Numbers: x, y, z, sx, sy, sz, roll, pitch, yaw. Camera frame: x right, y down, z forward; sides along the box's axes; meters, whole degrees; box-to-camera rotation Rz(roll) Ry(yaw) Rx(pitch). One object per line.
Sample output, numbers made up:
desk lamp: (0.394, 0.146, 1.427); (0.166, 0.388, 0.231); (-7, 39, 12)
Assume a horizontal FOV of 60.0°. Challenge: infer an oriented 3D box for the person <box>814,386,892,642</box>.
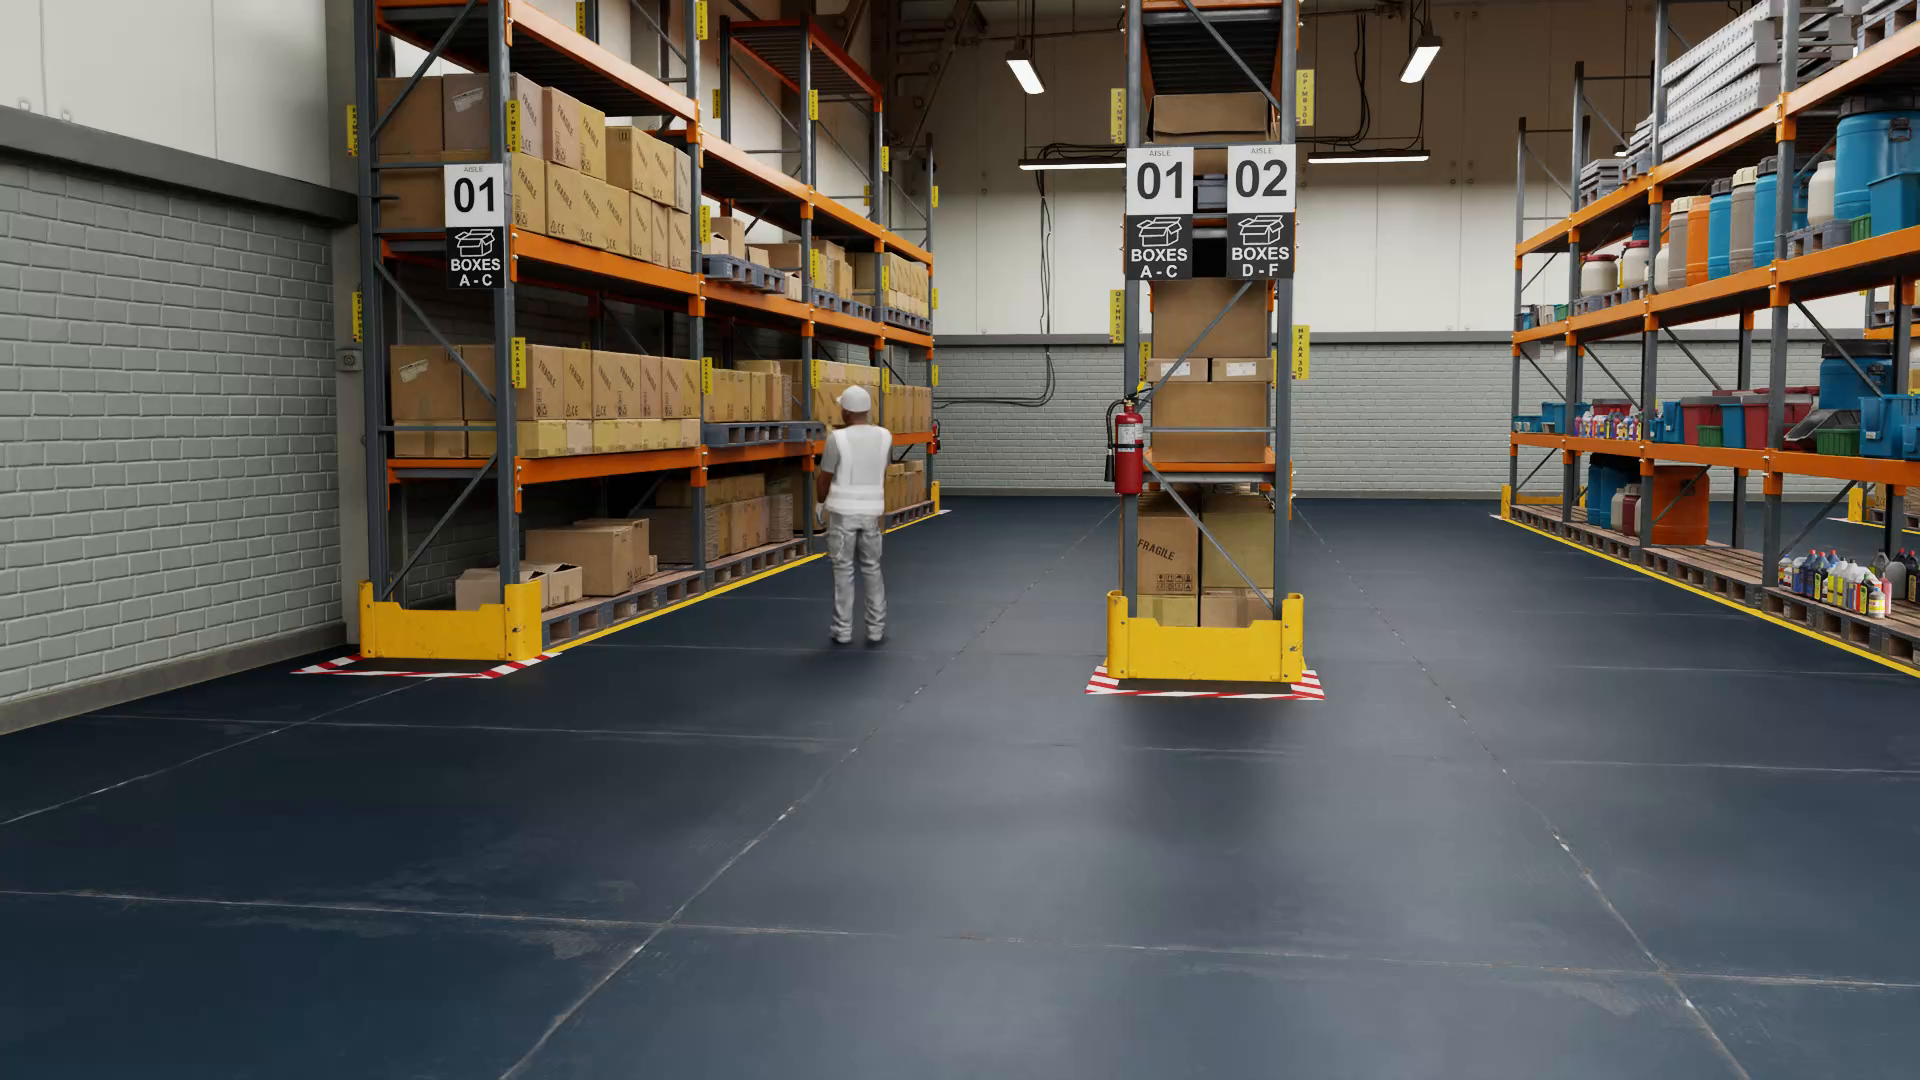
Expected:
person: (-0.752, -0.183, 11.704); (0.585, 1.787, 0.499); (-3, 5, -33)
